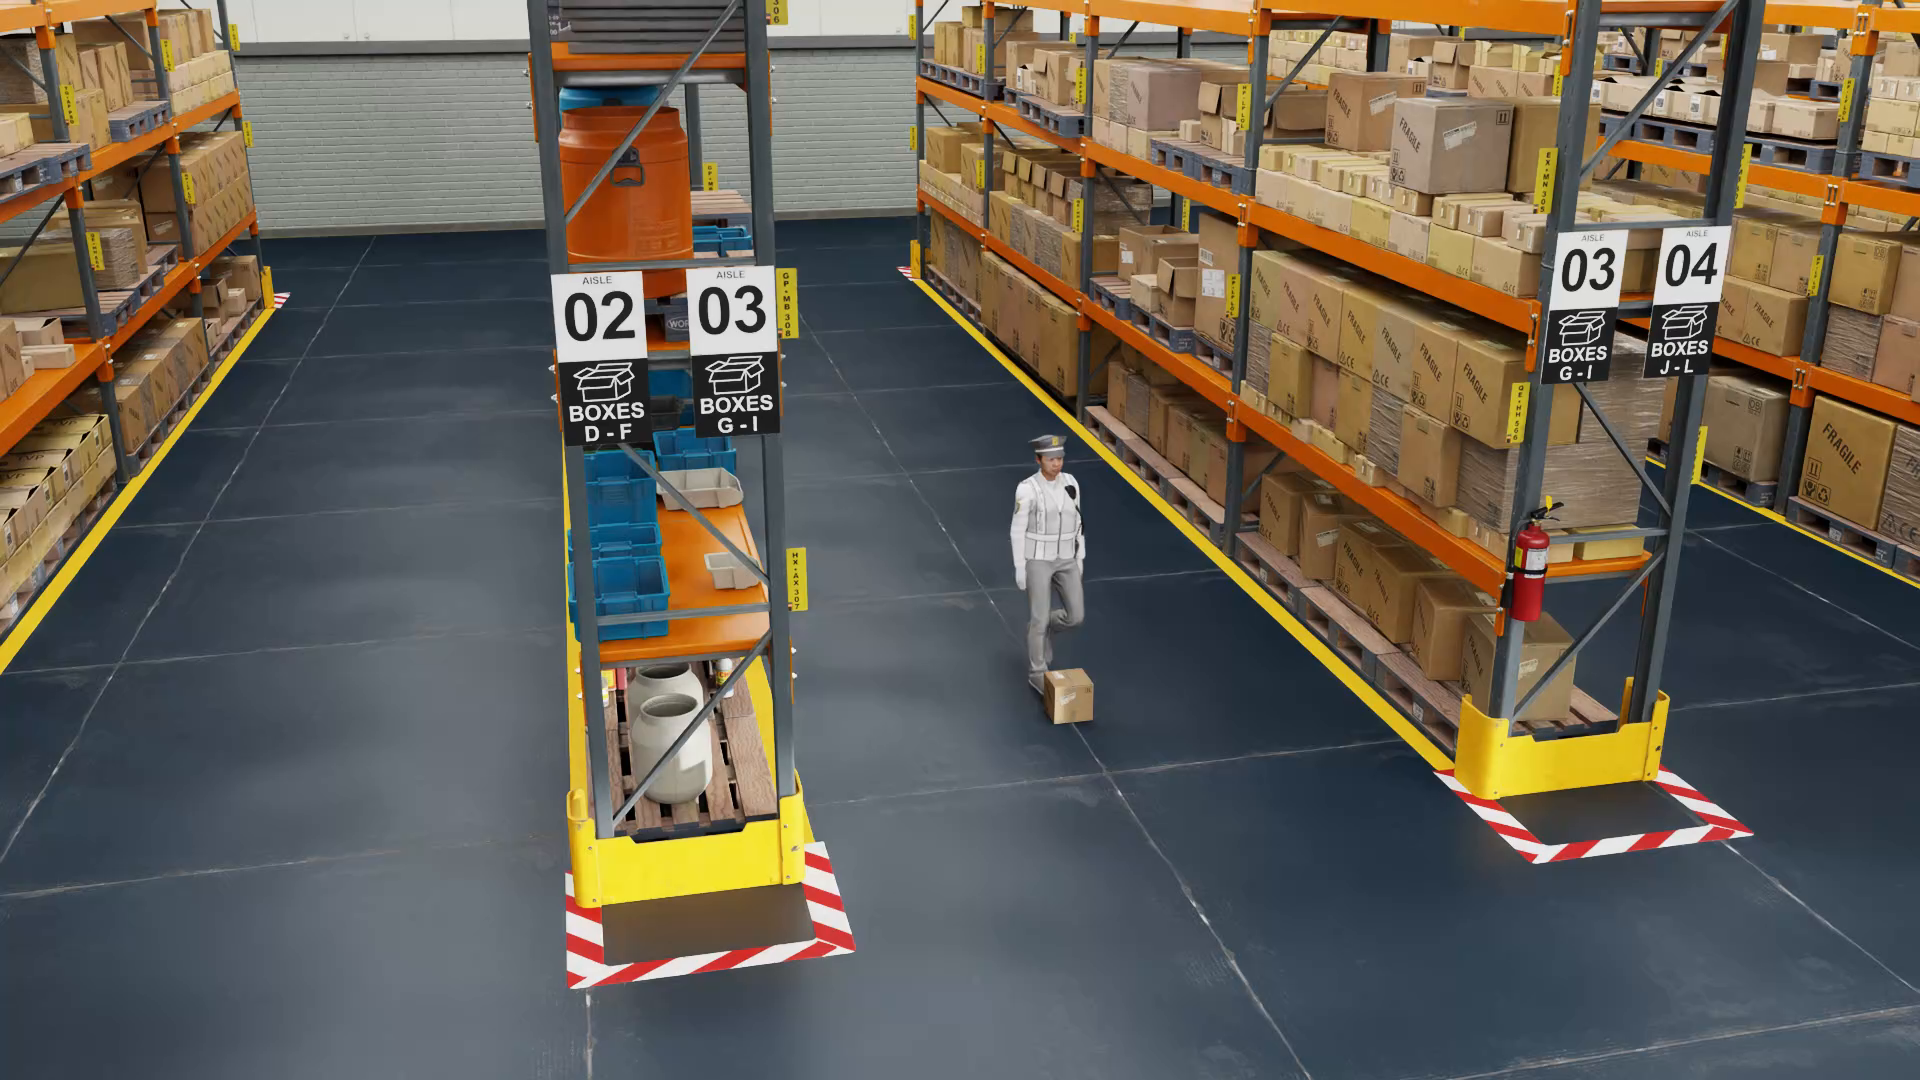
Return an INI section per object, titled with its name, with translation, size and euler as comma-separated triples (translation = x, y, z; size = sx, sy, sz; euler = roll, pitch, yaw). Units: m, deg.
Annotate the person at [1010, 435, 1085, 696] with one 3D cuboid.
[person]
translation = 0.573, 0.135, 10.639
size = 0.506, 1.683, 0.535
euler = -10, 22, -26
